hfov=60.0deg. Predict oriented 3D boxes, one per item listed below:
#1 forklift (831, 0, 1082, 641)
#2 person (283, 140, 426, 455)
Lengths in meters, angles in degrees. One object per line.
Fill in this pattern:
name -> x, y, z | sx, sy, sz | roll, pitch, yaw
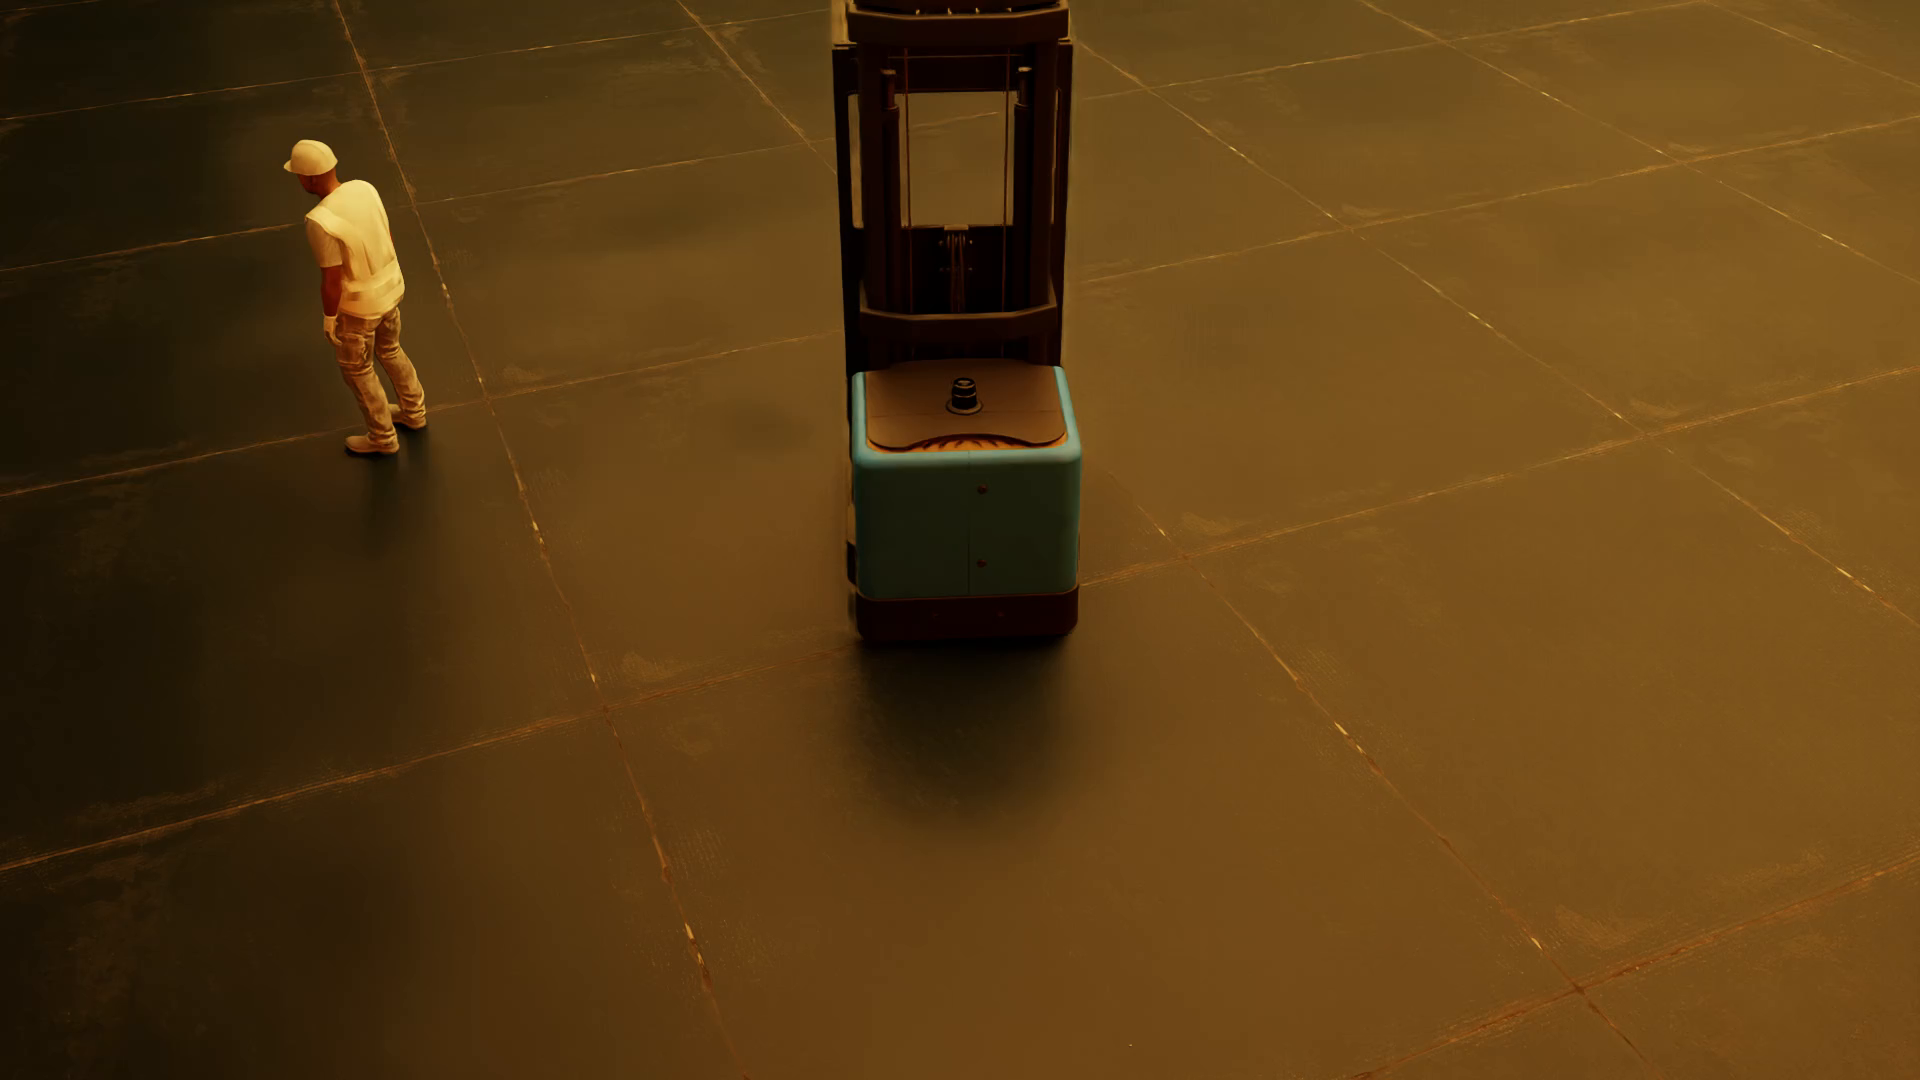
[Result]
forklift -> -0.051, -1.550, 8.279 | 1.130, 2.935, 3.031 | -2, 35, -3
person -> -3.230, -1.301, 8.930 | 0.450, 1.772, 0.617 | 10, 37, 14
